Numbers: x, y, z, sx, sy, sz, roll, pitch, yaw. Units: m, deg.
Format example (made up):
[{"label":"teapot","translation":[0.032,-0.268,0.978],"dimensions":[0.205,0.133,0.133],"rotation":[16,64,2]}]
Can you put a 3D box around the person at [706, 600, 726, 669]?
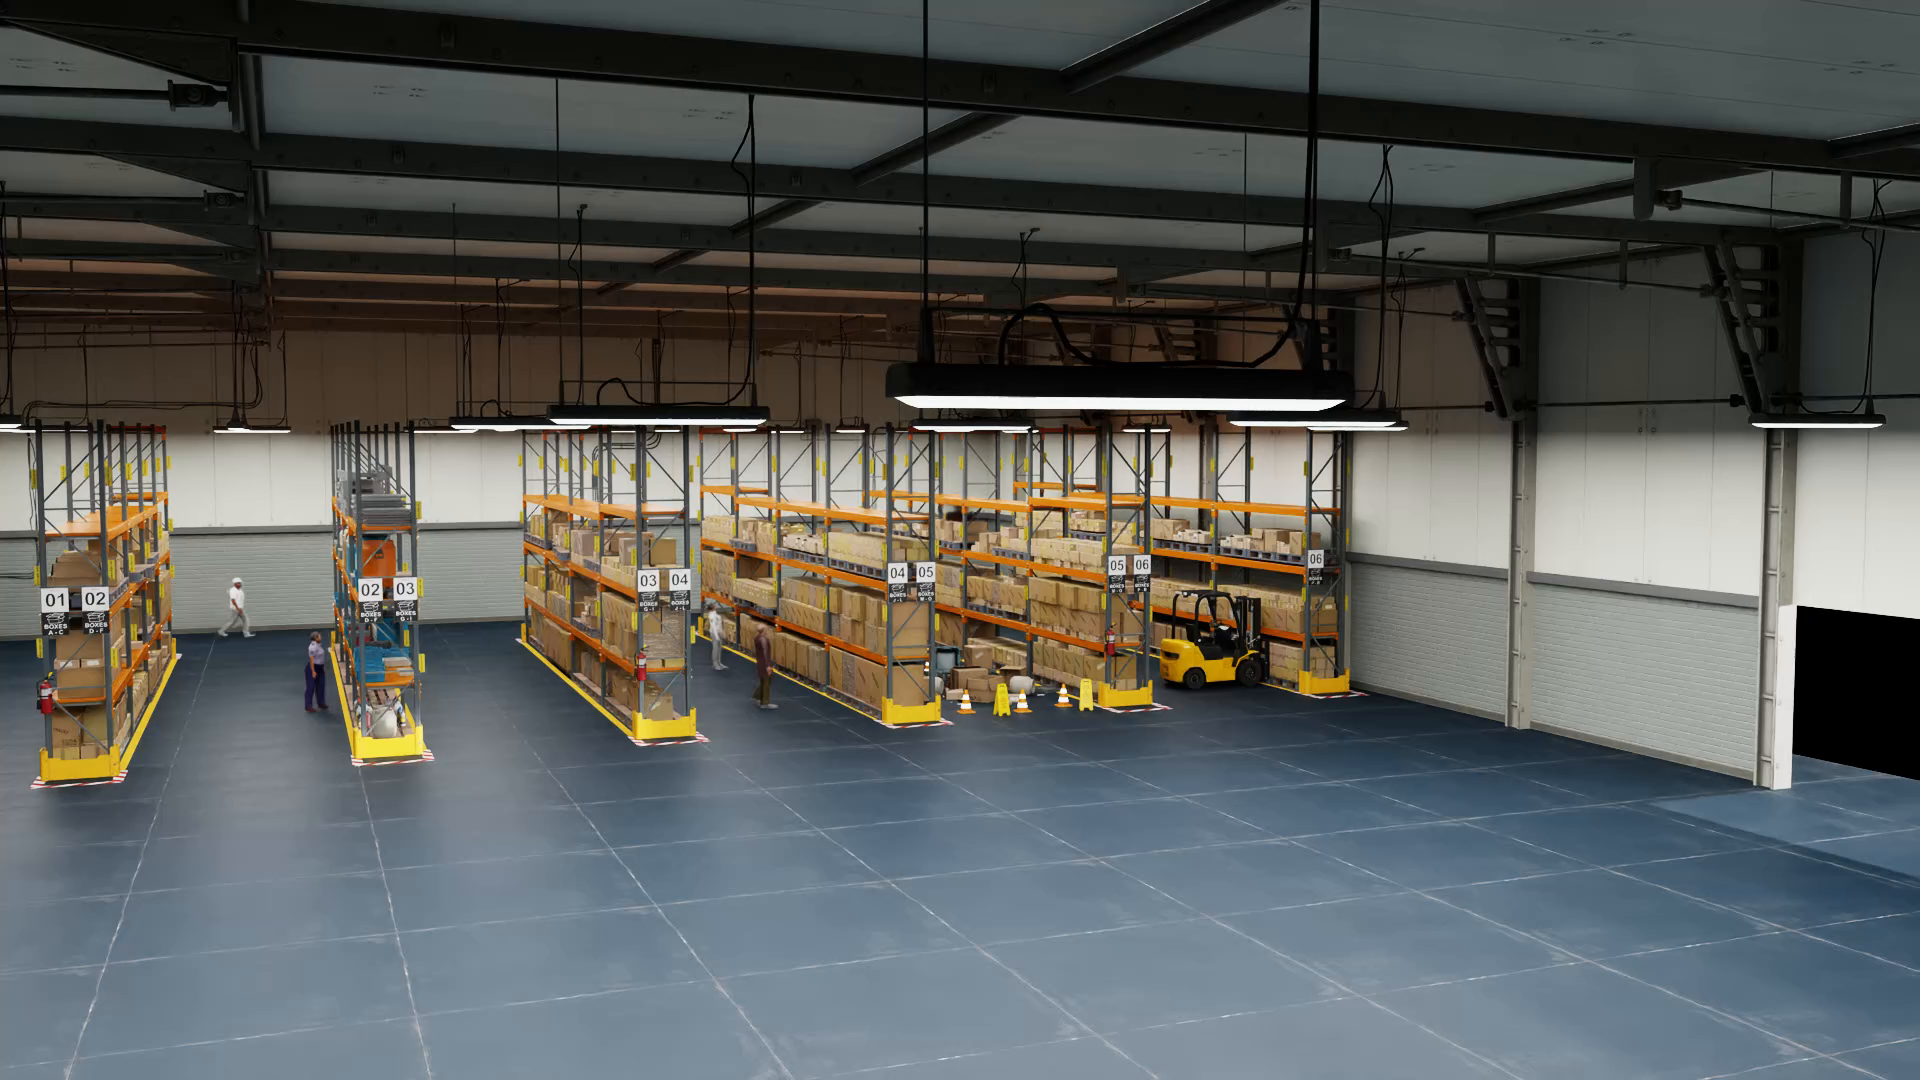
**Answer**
[{"label":"person","translation":[-6.016,2.345,41.095],"dimensions":[0.486,1.724,0.527],"rotation":[1,4,13]}]

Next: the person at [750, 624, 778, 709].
[{"label":"person","translation":[-4.133,2.659,35.035],"dimensions":[0.565,1.803,0.657],"rotation":[-1,4,-12]}]

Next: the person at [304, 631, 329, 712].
[{"label":"person","translation":[-13.430,2.733,34.671],"dimensions":[0.412,1.664,0.529],"rotation":[0,4,7]}]

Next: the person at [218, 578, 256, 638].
[{"label":"person","translation":[-20.485,1.928,47.051],"dimensions":[0.969,1.724,0.598],"rotation":[0,4,-7]}]
